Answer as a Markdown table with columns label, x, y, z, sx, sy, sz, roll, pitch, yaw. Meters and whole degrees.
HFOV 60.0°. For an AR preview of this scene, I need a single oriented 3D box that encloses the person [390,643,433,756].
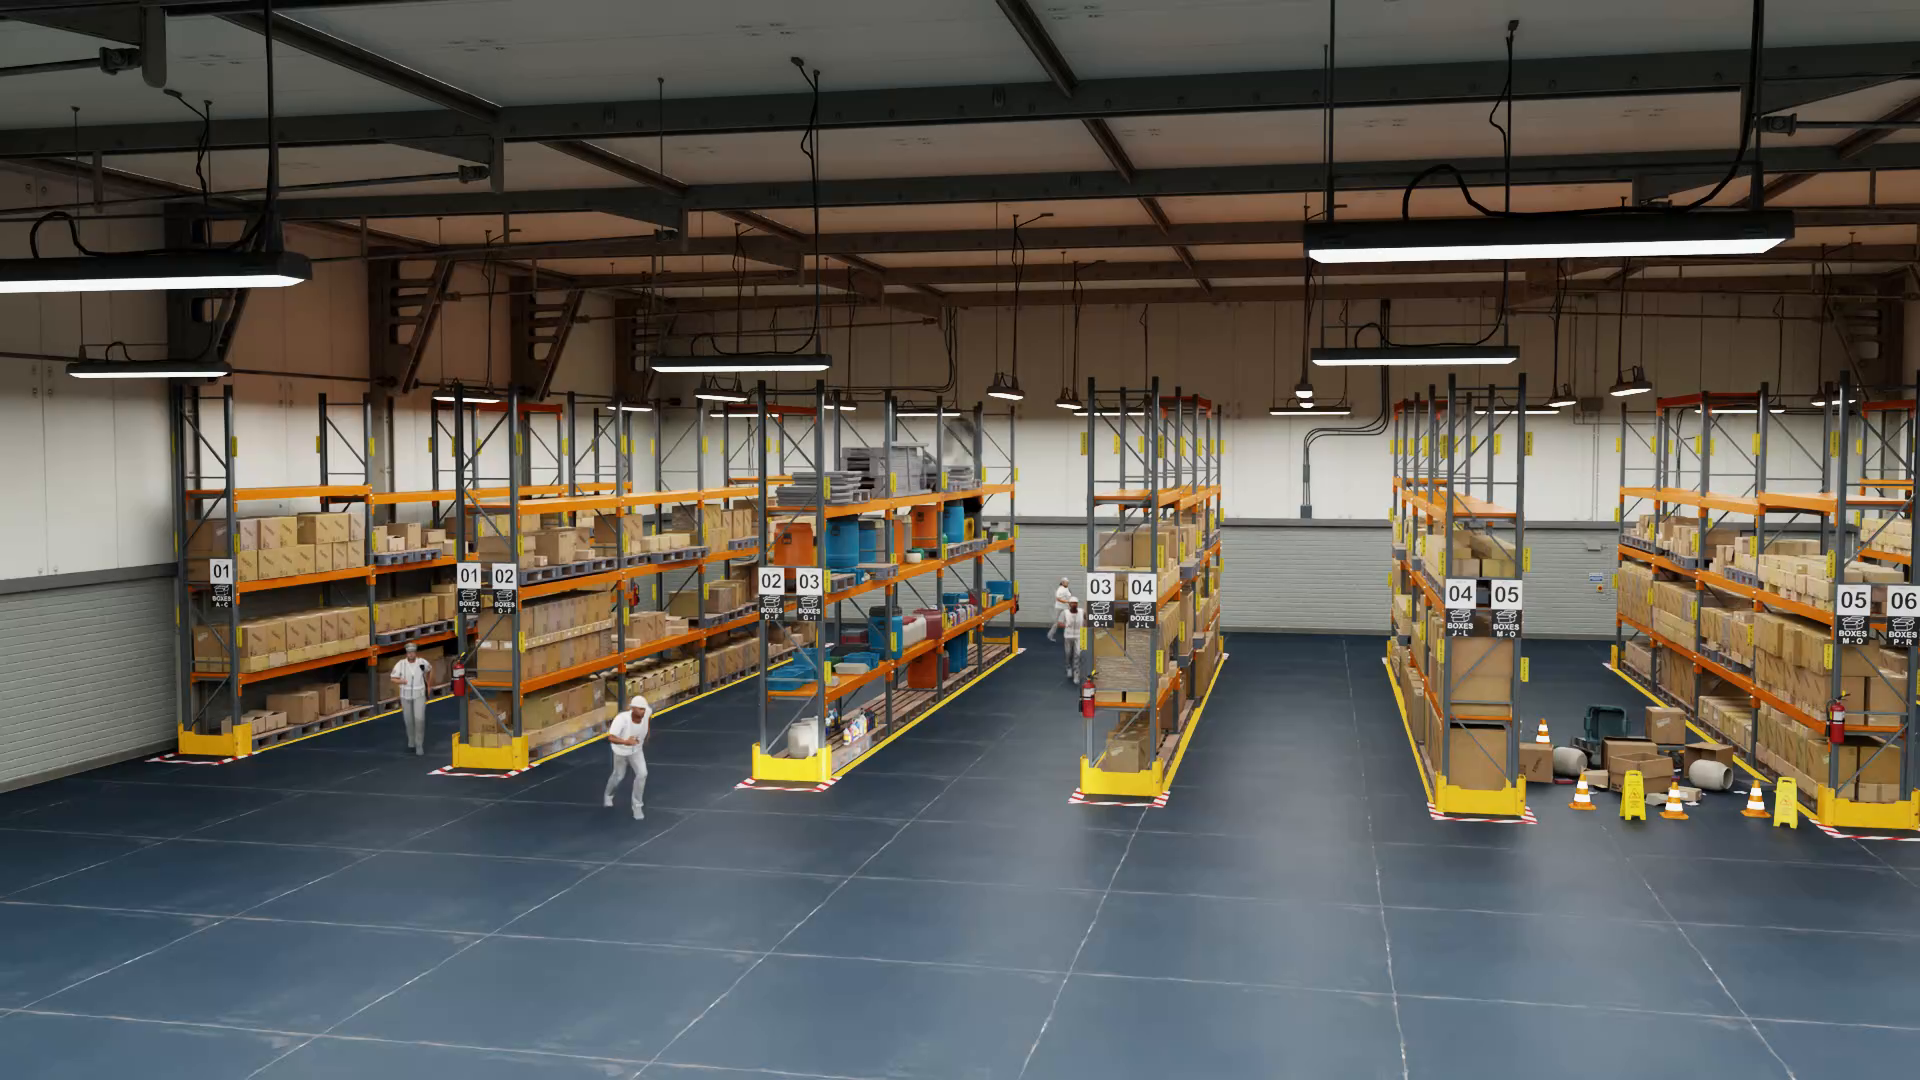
| label | x | y | z | sx | sy | sz | roll | pitch | yaw |
| --- | --- | --- | --- | --- | --- | --- | --- | --- | --- |
| person | -8.986 | 2.588 | 27.266 | 0.644 | 1.839 | 0.826 | -1 | 3 | -12 |

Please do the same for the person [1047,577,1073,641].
| label | x | y | z | sx | sy | sz | roll | pitch | yaw |
| --- | --- | --- | --- | --- | --- | --- | --- | --- | --- |
| person | 2.598 | 1.809 | 42.389 | 0.781 | 1.728 | 0.622 | 2 | 4 | 31 |

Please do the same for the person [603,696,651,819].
| label | x | y | z | sx | sy | sz | roll | pitch | yaw |
| --- | --- | --- | --- | --- | --- | --- | --- | --- | --- |
| person | -4.521 | 2.931 | 22.609 | 0.745 | 1.715 | 1.011 | -3 | 4 | -43 |

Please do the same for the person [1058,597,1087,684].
| label | x | y | z | sx | sy | sz | roll | pitch | yaw |
| --- | --- | --- | --- | --- | --- | --- | --- | --- | --- |
| person | 2.416 | 2.102 | 35.445 | 0.672 | 1.812 | 0.930 | 0 | 3 | 2 |
